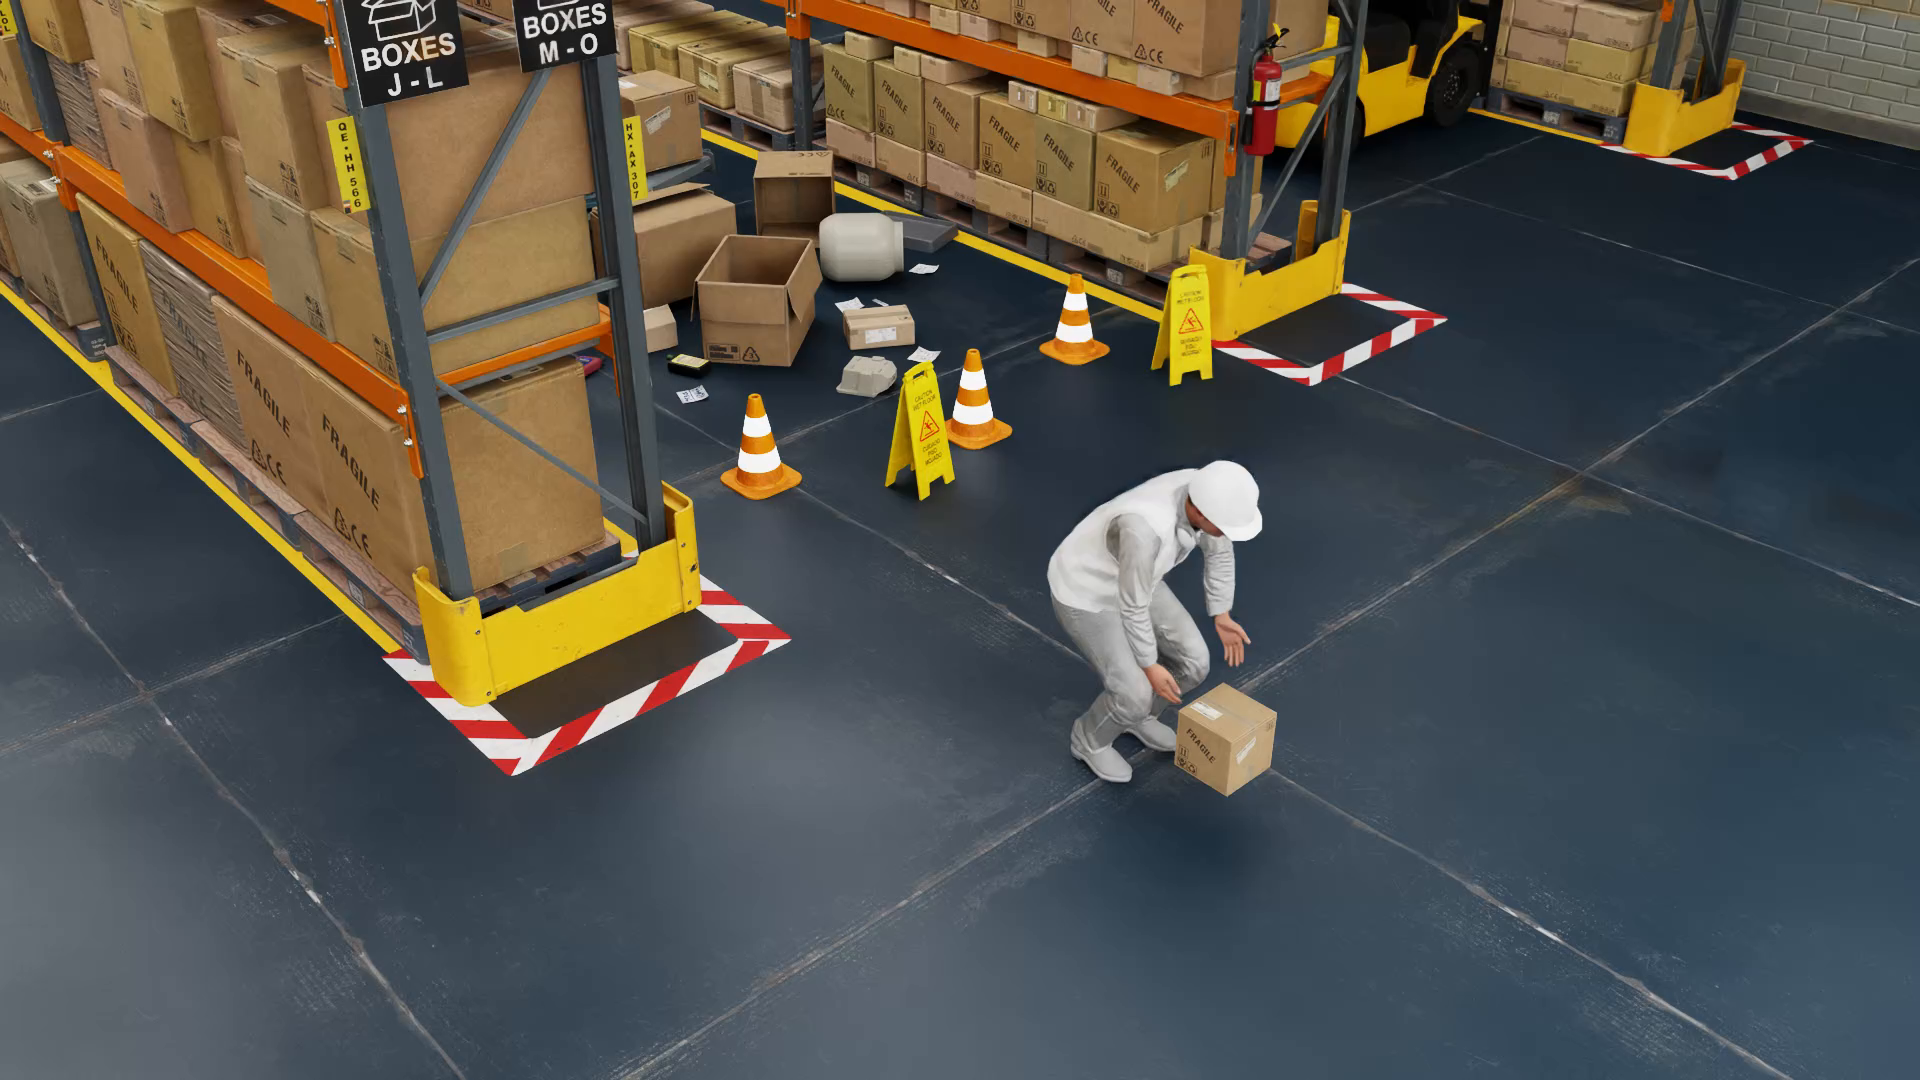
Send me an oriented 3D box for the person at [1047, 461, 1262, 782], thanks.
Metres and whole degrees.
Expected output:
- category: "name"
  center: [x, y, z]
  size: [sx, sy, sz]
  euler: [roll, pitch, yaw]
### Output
- category: "person"
  center: [0.714, 0.237, 6.092]
  size: [0.591, 1.392, 0.784]
  euler: [-26, 40, -35]
